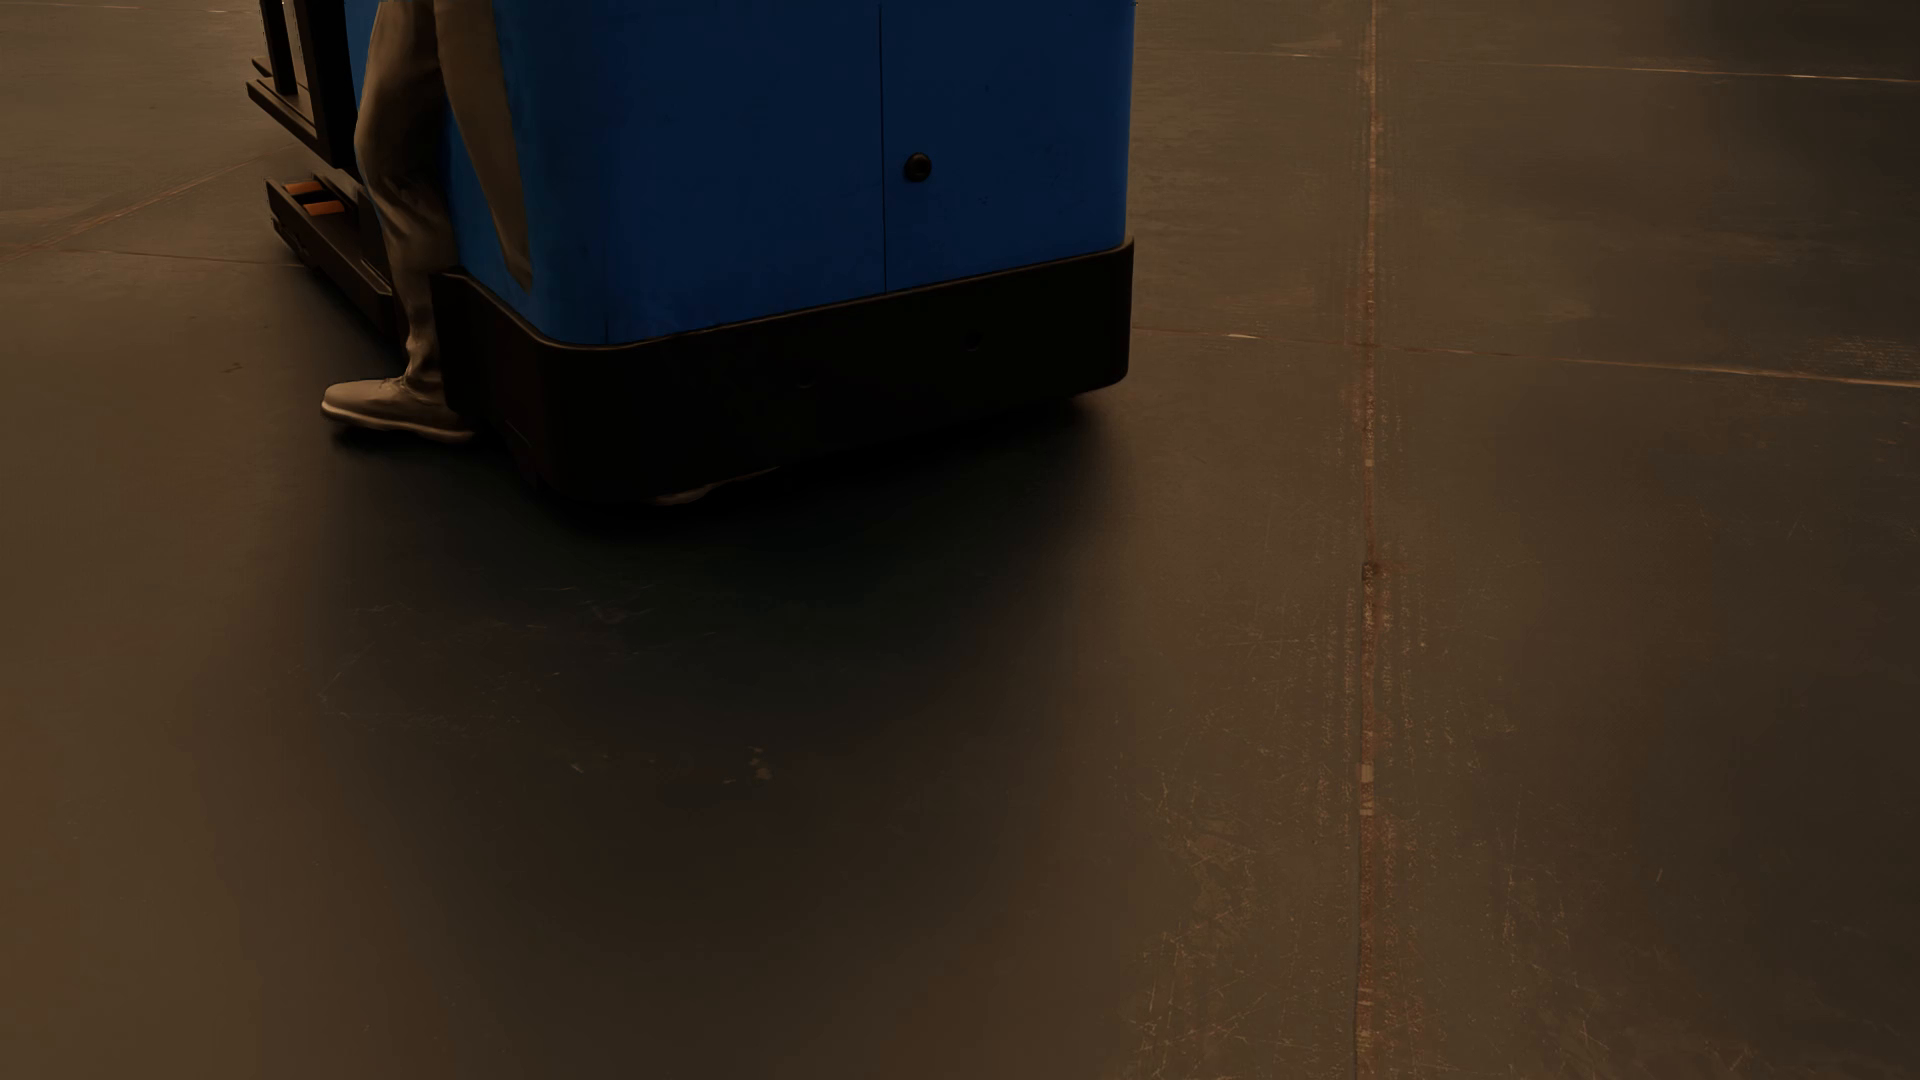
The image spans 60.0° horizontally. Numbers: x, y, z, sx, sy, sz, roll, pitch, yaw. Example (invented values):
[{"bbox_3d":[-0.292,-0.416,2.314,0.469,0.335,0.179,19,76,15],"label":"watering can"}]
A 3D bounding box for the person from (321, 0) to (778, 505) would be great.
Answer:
[{"bbox_3d":[-0.725,-0.840,2.425,0.782,1.582,0.666,-7,28,-14],"label":"person"}]

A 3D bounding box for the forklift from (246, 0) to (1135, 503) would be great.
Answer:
[{"bbox_3d":[-0.913,-1.983,3.177,1.130,2.935,3.031,-16,31,-28],"label":"forklift"}]
